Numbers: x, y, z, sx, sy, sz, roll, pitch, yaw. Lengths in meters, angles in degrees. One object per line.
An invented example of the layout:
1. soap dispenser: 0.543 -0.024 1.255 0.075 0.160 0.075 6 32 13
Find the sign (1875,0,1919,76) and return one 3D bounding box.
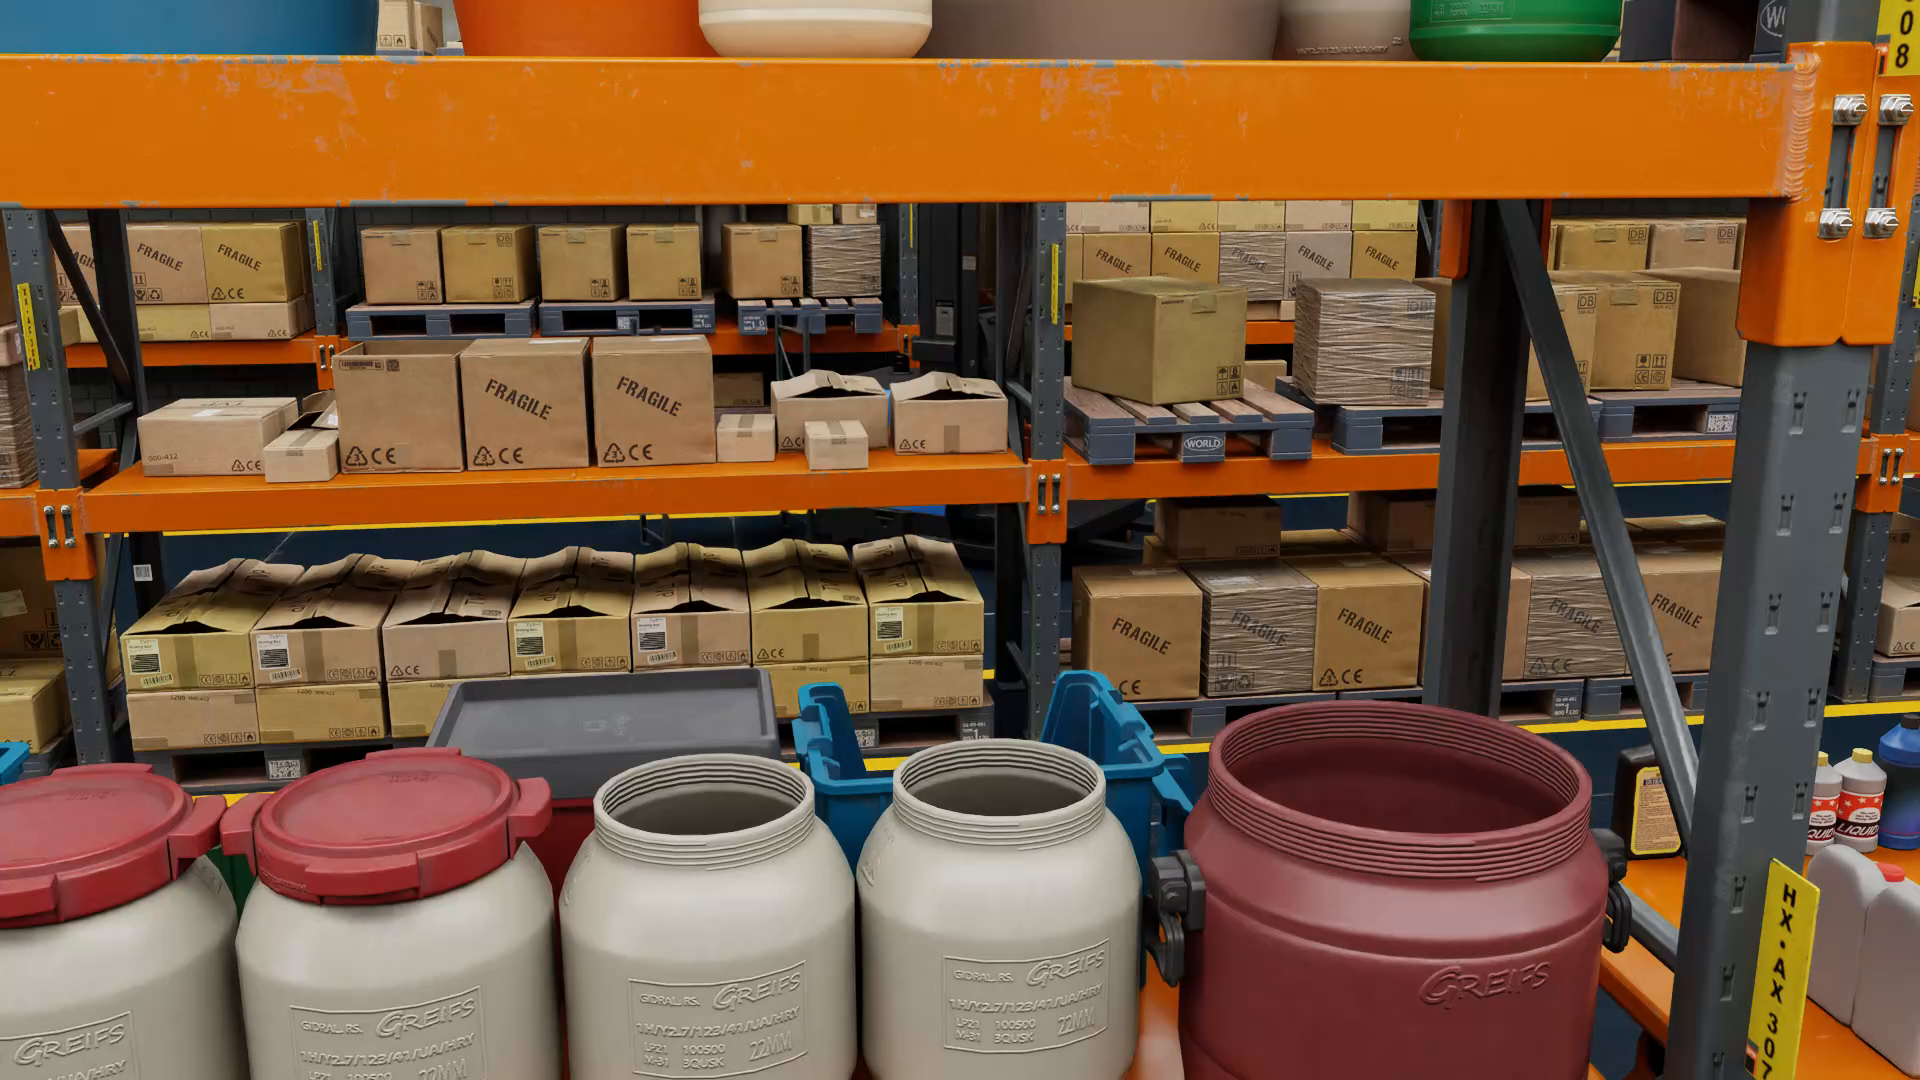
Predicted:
1. sign: 1.131 -0.716 1.959 0.005 0.325 0.100 -2 14 -8

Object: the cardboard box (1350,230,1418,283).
1. cardboard box: 3.102 -2.097 12.558 0.500 0.500 0.500 -2 14 -9

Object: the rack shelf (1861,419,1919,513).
1. rack shelf: 6.241 -0.504 8.543 4.000 0.370 1.077 -2 14 -8

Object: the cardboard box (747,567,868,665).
1. cardboard box: -0.687 0.321 7.411 0.500 0.311 0.500 -2 14 -9

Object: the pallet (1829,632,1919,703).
1. pallet: 4.942 0.548 8.604 1.213 0.211 1.003 -2 14 -8

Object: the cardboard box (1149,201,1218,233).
1. cardboard box: 1.582 -2.406 12.250 0.500 0.250 0.500 -2 14 -9

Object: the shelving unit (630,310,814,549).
1. shelving unit: -1.563 -0.719 11.006 1.048 1.500 0.538 -8 16 -29

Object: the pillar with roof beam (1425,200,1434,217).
1. pillar with roof beam: 4.726 -4.080 8.990 0.400 9.000 9.100 -2 14 -8

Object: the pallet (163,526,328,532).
1. pallet: -5.048 -0.296 11.970 1.213 0.211 1.003 -2 14 -8

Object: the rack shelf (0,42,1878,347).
1. rack shelf: -0.936 -0.477 2.271 4.000 0.370 1.077 -2 14 -8

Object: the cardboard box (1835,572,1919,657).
1. cardboard box: 4.710 0.347 8.294 0.500 0.311 0.500 -2 14 -8

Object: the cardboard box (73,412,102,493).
1. cardboard box: -6.351 -0.576 11.588 0.500 0.500 0.700 -3 14 -12

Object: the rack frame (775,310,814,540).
1. rack frame: -1.121 -0.780 11.250 0.032 1.500 0.500 -8 16 -29

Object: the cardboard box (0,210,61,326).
1. cardboard box: -4.086 -1.151 6.771 0.500 0.500 0.700 -2 14 -8

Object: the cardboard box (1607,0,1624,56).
1. cardboard box: 3.096 -2.506 7.606 0.600 0.600 0.600 -2 14 -9

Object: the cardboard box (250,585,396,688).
1. cardboard box: -2.706 0.396 7.114 0.500 0.311 0.500 -2 14 -9

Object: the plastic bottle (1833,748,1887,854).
1. plastic bottle: 1.820 0.524 3.376 0.097 0.201 0.097 0 14 0

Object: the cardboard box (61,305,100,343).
1. cardboard box: -5.802 -1.491 11.267 0.500 0.250 0.500 -2 14 -9

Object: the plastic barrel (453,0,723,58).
1. plastic barrel: -0.449 -1.106 2.415 0.708 0.830 0.600 -2 14 -8

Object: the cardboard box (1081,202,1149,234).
1. cardboard box: 1.078 -2.386 12.170 0.500 0.250 0.500 -2 14 -8

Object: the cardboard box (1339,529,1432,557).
1. cardboard box: 2.227 0.234 8.356 0.500 0.500 0.500 -3 14 -10

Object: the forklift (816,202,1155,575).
1. forklift: 0.559 -1.320 10.460 3.031 2.935 1.130 9 16 31

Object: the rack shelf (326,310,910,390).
1. rack shelf: -2.412 -1.405 12.138 4.000 0.370 1.077 -2 14 -8

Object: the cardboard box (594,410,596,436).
1. cardboard box: -2.650 -0.753 12.292 0.500 0.500 0.700 -2 14 -8

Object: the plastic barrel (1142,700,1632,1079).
1. plastic barrel: 0.628 0.580 2.463 0.708 0.536 0.600 -2 14 -8

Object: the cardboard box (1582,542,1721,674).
1. cardboard box: 3.328 0.321 8.008 0.500 0.500 0.500 -2 14 -8

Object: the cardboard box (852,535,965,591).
1. cardboard box: -0.254 0.171 8.010 0.500 0.311 0.500 -2 14 -6

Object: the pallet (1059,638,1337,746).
1. pallet: 1.052 0.699 8.000 1.213 0.211 1.003 -2 14 -8

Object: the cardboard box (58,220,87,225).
1. cardboard box: -6.403 -1.960 11.595 0.500 0.500 0.500 -2 14 -8

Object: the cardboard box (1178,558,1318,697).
1. cardboard box: 1.317 0.396 7.712 0.500 0.500 0.500 -3 14 -10

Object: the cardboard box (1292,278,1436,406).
1. cardboard box: 1.846 -0.925 7.674 0.500 0.500 0.700 1 14 2

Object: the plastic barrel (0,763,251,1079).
1. plastic barrel: -1.209 0.627 2.277 0.433 0.535 0.433 0 14 0

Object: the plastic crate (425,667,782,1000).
1. plastic crate: -0.602 0.510 2.890 0.583 0.464 0.402 -2 14 -8

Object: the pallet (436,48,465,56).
1. pallet: -1.456 -1.911 6.899 1.213 0.211 1.003 -1 14 -6

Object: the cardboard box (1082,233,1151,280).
1. cardboard box: 1.095 -2.020 12.251 0.500 0.500 0.500 -2 14 -9

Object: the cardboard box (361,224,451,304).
1. cardboard box: -3.881 -1.954 11.737 0.500 0.500 0.700 -2 14 -8

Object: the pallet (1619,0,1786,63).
1. pallet: 1.813 -0.811 2.512 1.213 0.211 1.003 -2 14 -8

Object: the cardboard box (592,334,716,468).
1. cardboard box: -1.349 -0.619 7.319 0.500 0.500 0.500 -3 14 -11

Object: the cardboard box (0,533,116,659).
1. cardboard box: -4.153 0.217 7.436 0.500 0.500 0.500 -2 14 -8

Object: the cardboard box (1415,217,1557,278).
1. cardboard box: 4.060 -2.133 12.944 0.700 0.700 0.980 -2 14 -7

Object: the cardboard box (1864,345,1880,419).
1. cardboard box: 4.719 -0.909 8.473 0.500 0.500 0.500 -2 14 -7

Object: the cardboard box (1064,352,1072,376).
1. cardboard box: 1.180 -1.013 12.651 0.750 0.750 0.750 -2 14 -9

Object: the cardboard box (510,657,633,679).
1. cardboard box: -1.691 0.629 7.338 0.500 0.250 0.500 -2 14 -7

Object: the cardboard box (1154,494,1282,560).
1. cardboard box: 1.253 -0.093 8.121 0.500 0.250 0.500 -2 14 -6

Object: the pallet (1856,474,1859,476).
1. pallet: 6.698 -0.716 13.644 1.213 0.211 1.003 -2 14 -8

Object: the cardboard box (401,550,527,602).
1. cardboard box: -2.283 0.246 7.711 0.500 0.311 0.500 -2 14 -8

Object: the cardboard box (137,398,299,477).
1. cardboard box: -3.167 -0.446 7.142 0.500 0.250 0.500 -1 14 -5

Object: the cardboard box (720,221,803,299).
1. cardboard box: -1.446 -2.042 12.090 0.500 0.500 0.700 -3 14 -14

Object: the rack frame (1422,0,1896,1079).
1. rack frame: 1.042 0.557 2.834 0.053 2.616 0.949 -2 14 -8

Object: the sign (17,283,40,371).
1. sign: -3.564 -0.815 6.364 0.005 0.325 0.100 -2 14 -8
